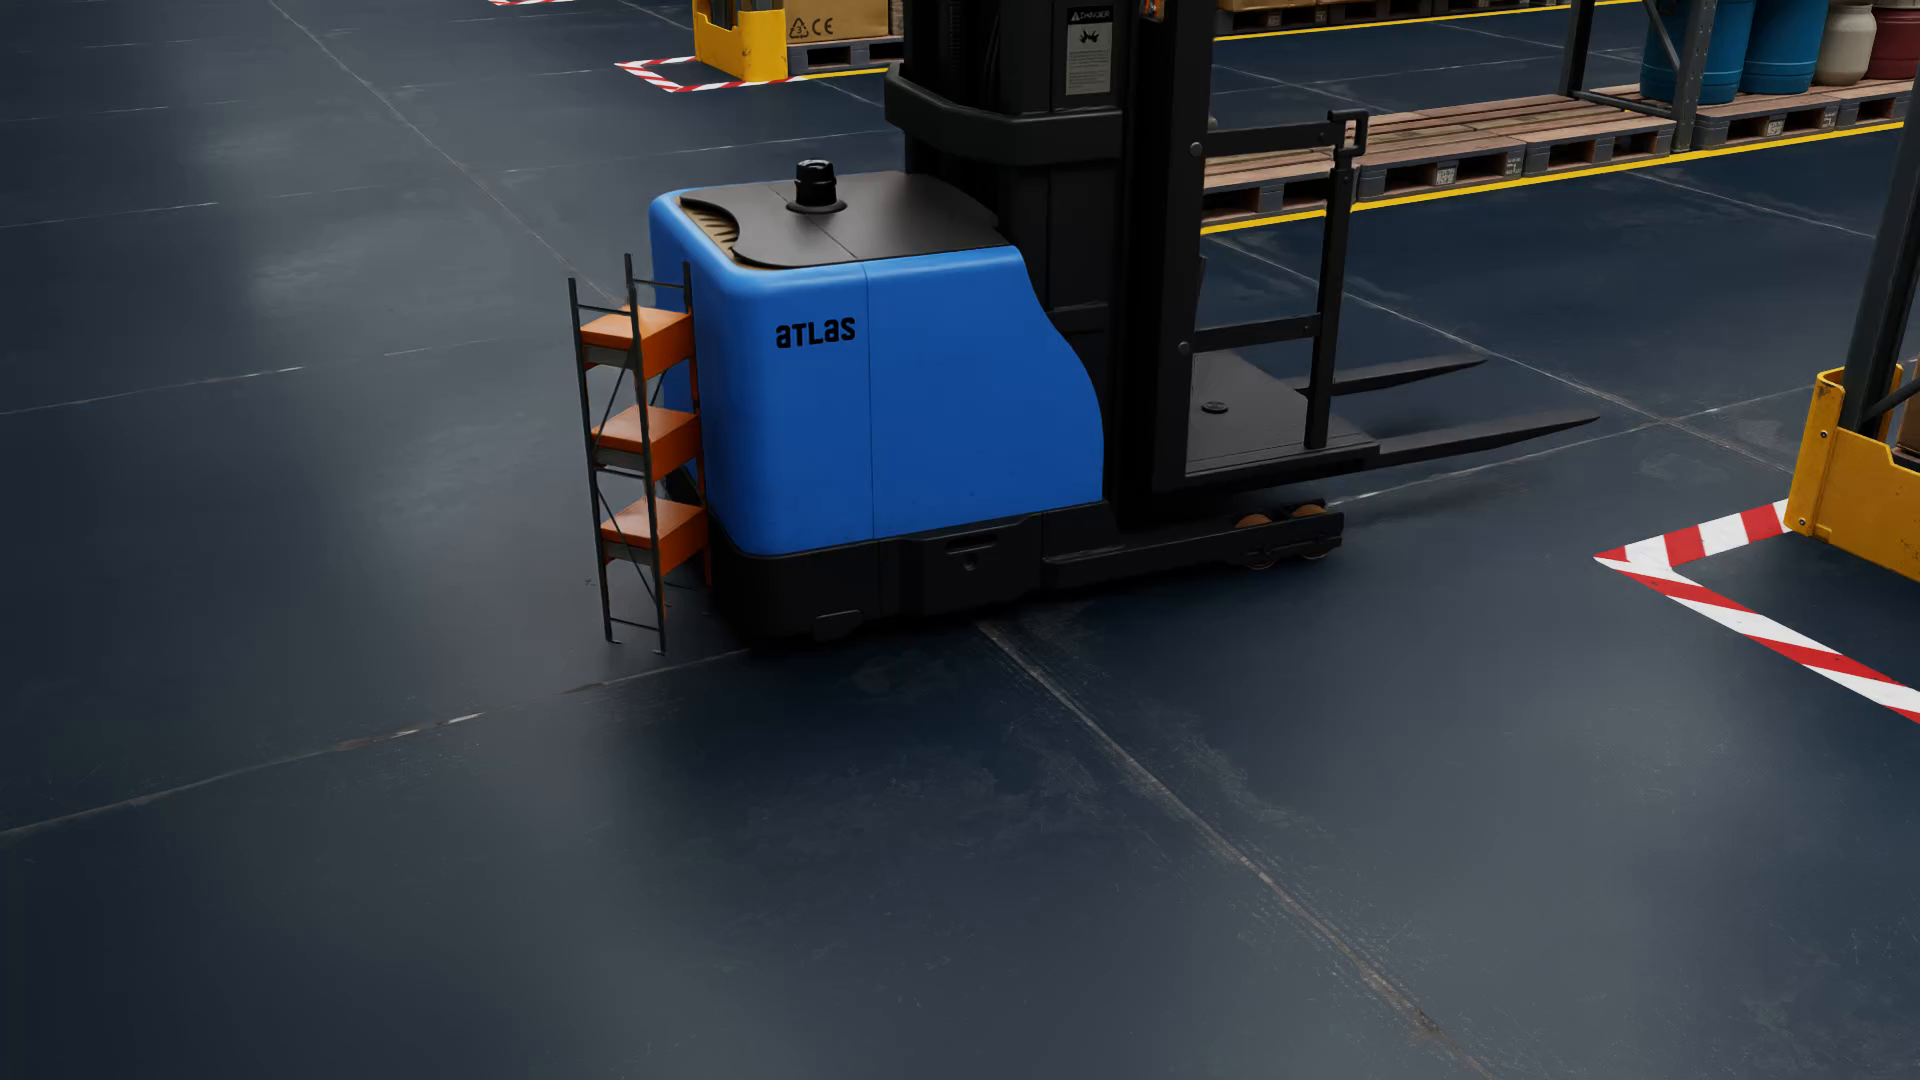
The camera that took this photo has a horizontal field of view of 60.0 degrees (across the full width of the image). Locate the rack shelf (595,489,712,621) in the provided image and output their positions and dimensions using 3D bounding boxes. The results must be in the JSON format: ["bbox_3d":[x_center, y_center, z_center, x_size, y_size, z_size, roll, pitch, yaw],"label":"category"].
[{"bbox_3d":[-0.849,0.039,4.623,0.215,0.259,0.240,11,28,22],"label":"rack shelf"}]

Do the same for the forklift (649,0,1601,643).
[{"bbox_3d":[0.638,-1.431,4.844,3.031,2.935,1.130,-10,27,-20],"label":"forklift"}]

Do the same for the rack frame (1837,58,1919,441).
[{"bbox_3d":[2.989,-1.207,4.297,0.127,3.000,1.000,-13,29,-25],"label":"rack frame"}]

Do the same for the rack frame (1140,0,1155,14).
[{"bbox_3d":[0.661,-3.099,8.239,0.127,3.000,1.000,-13,29,-25],"label":"rack frame"}]

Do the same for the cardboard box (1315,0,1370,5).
[{"bbox_3d":[3.203,-5.357,14.912,0.875,0.875,1.225,-14,29,-27],"label":"cardboard box"}]

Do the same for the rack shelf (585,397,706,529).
[{"bbox_3d":[-0.849,-0.212,4.503,0.215,0.259,0.240,11,28,22],"label":"rack shelf"}]

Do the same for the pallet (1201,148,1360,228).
[{"bbox_3d":[1.407,-1.995,9.161,1.213,0.211,1.003,-13,29,-25],"label":"pallet"}]

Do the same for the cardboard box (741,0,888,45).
[{"bbox_3d":[-1.143,-4.383,12.883,0.875,0.875,0.875,-13,29,-25],"label":"cardboard box"}]

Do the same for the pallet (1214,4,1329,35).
[{"bbox_3d":[2.505,-4.734,14.866,1.213,0.211,1.003,-13,29,-25],"label":"pallet"}]

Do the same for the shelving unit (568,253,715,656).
[{"bbox_3d":[-0.849,-0.222,4.498,0.215,1.050,0.252,11,28,22],"label":"shelving unit"}]

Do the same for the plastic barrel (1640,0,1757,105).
[{"bbox_3d":[4.678,-3.261,10.516,0.708,0.901,0.600,-13,29,-25],"label":"plastic barrel"}]

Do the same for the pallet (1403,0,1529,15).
[{"bbox_3d":[4.658,-5.231,15.901,1.213,0.211,1.003,-13,29,-25],"label":"pallet"}]

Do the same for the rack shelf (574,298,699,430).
[{"bbox_3d":[-0.849,-0.468,4.380,0.215,0.259,0.240,11,28,22],"label":"rack shelf"}]

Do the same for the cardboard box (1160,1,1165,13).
[{"bbox_3d":[1.240,-4.933,14.028,0.875,0.875,0.875,-13,29,-25],"label":"cardboard box"}]

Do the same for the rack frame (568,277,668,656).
[{"bbox_3d":[-0.899,-0.173,4.398,0.200,1.050,0.008,11,28,22],"label":"rack frame"}]

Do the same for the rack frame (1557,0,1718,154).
[{"bbox_3d":[4.190,-3.914,9.936,0.127,3.000,1.000,-13,29,-25],"label":"rack frame"}]

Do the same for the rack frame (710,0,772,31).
[{"bbox_3d":[-1.670,-4.991,12.179,0.127,3.000,1.000,-13,29,-25],"label":"rack frame"}]

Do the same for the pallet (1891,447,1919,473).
[{"bbox_3d":[3.759,-0.128,5.272,1.213,0.211,1.003,-13,29,-25],"label":"pallet"}]

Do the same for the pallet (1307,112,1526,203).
[{"bbox_3d":[2.482,-2.242,9.675,1.213,0.211,1.003,-13,29,-25],"label":"pallet"}]

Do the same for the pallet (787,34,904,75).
[{"bbox_3d":[-1.001,-3.926,13.184,1.213,0.211,1.003,-13,29,-25],"label":"pallet"}]

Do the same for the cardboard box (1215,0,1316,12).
[{"bbox_3d":[2.415,-5.175,14.532,0.875,0.875,1.225,-13,29,-25],"label":"cardboard box"}]

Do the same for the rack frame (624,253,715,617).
[{"bbox_3d":[-0.798,-0.270,4.599,0.200,1.050,0.008,11,28,22],"label":"rack frame"}]

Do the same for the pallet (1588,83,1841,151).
[{"bbox_3d":[4.891,-2.798,10.833,1.213,0.211,1.003,-13,29,-25],"label":"pallet"}]

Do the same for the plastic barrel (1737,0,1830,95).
[{"bbox_3d":[5.303,-3.406,10.817,0.708,0.901,0.600,-13,29,-25],"label":"plastic barrel"}]

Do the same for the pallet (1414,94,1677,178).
[{"bbox_3d":[3.560,-2.492,10.197,1.213,0.211,1.003,-13,29,-25],"label":"pallet"}]

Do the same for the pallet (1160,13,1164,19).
[{"bbox_3d":[1.152,-4.423,14.219,1.213,0.211,1.003,-13,29,-25],"label":"pallet"}]

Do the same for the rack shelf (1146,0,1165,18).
[{"bbox_3d":[2.426,-3.182,9.243,4.000,0.370,1.077,-13,29,-25],"label":"rack shelf"}]

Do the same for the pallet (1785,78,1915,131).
[{"bbox_3d":[5.969,-3.048,11.355,1.213,0.211,1.003,-13,29,-25],"label":"pallet"}]

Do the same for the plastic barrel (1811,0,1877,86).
[{"bbox_3d":[5.844,-3.311,11.069,0.421,0.512,0.421,0,26,0],"label":"plastic barrel"}]

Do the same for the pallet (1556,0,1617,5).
[{"bbox_3d":[6.079,-5.521,16.506,1.213,0.211,1.003,-13,29,-25],"label":"pallet"}]

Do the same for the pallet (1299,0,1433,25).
[{"bbox_3d":[3.583,-4.984,15.387,1.213,0.211,1.003,-13,29,-25],"label":"pallet"}]

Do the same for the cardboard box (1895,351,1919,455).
[{"bbox_3d":[3.352,-0.483,5.170,0.500,0.500,0.500,-13,29,-25],"label":"cardboard box"}]

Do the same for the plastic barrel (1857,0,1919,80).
[{"bbox_3d":[6.300,-3.494,11.363,0.708,0.588,0.600,-13,29,-25],"label":"plastic barrel"}]

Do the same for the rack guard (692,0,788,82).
[{"bbox_3d":[-1.691,-3.859,12.710,0.348,0.500,1.175,-13,29,-25],"label":"rack guard"}]

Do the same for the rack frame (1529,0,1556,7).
[{"bbox_3d":[5.389,-6.620,15.572,0.127,3.000,1.000,-13,29,-25],"label":"rack frame"}]

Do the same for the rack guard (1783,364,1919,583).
[{"bbox_3d":[3.056,-0.095,4.871,0.348,0.500,1.175,-13,29,-25],"label":"rack guard"}]

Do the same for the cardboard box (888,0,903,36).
[{"bbox_3d":[-0.340,-4.568,13.269,0.875,0.875,0.875,-13,29,-25],"label":"cardboard box"}]
